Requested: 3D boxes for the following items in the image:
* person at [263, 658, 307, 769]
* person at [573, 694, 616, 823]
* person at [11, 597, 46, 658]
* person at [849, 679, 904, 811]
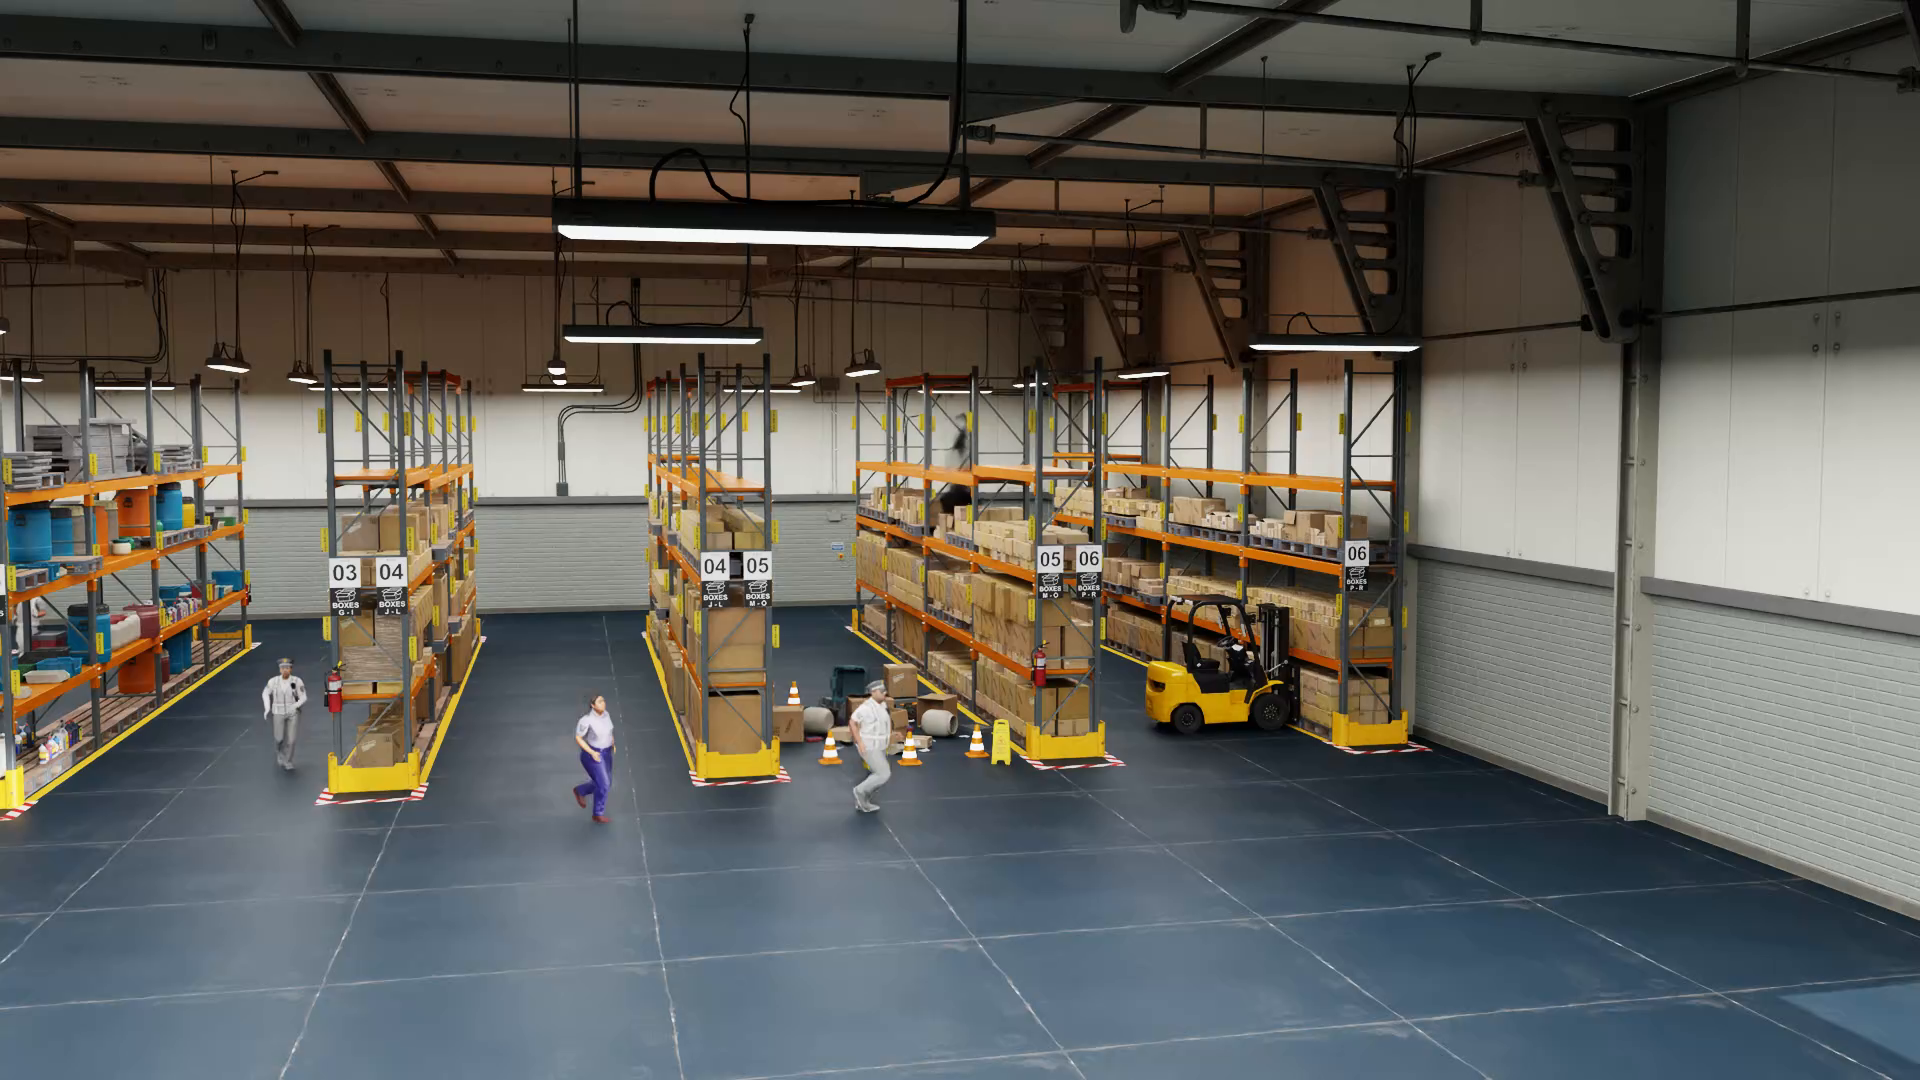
[{"bbox_3d":[-9.711,2.508,23.928,0.599,1.639,0.631,-2,4,-21],"label":"person"},{"bbox_3d":[-4.668,2.746,21.038,0.661,1.645,0.606,2,5,28],"label":"person"},{"bbox_3d":[-18.726,1.766,33.419,0.652,1.805,0.983,-1,4,-19],"label":"person"},{"bbox_3d":[-1.054,2.642,21.369,0.664,1.721,0.651,2,4,24],"label":"person"}]
